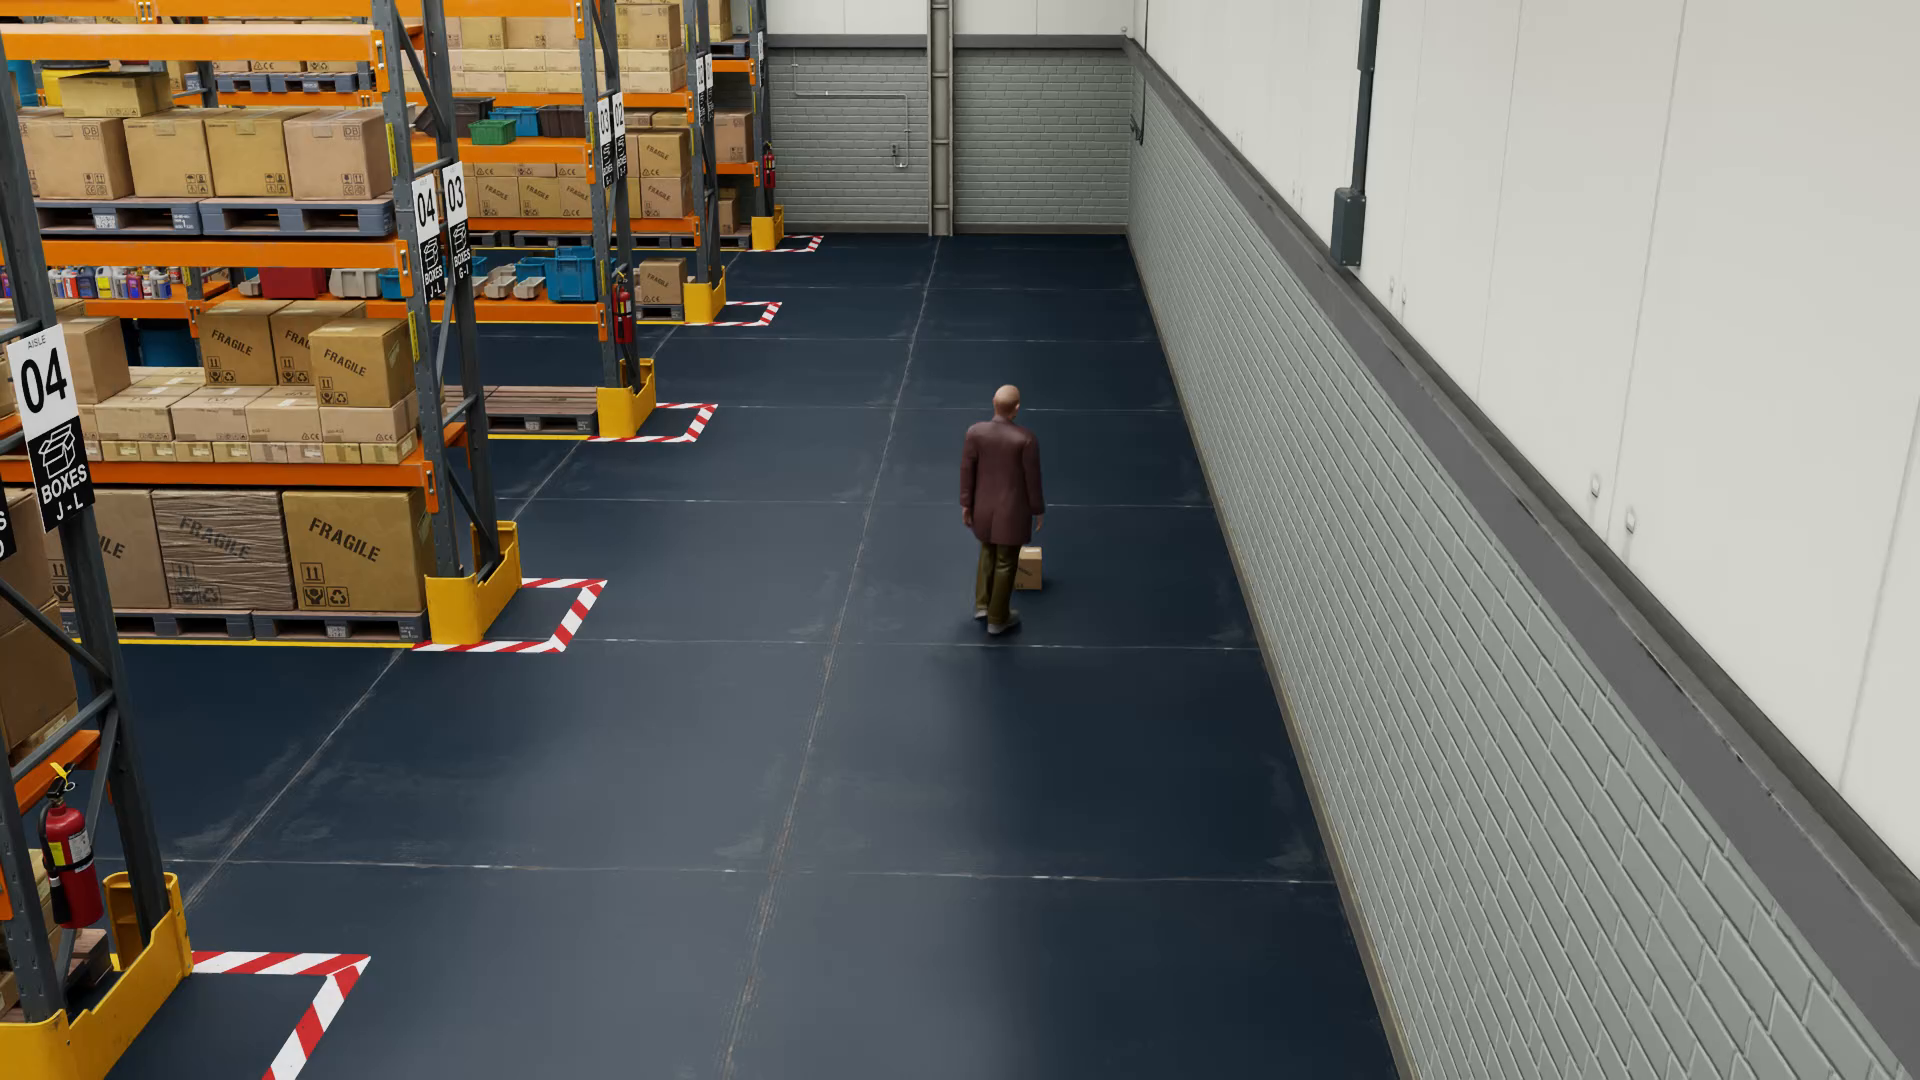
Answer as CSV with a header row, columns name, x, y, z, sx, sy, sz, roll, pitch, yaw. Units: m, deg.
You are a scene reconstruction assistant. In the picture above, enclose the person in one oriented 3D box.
name,x,y,z,sx,sy,sz,roll,pitch,yaw
person,0.309,-0.104,11.689,0.603,1.647,0.437,9,22,23
